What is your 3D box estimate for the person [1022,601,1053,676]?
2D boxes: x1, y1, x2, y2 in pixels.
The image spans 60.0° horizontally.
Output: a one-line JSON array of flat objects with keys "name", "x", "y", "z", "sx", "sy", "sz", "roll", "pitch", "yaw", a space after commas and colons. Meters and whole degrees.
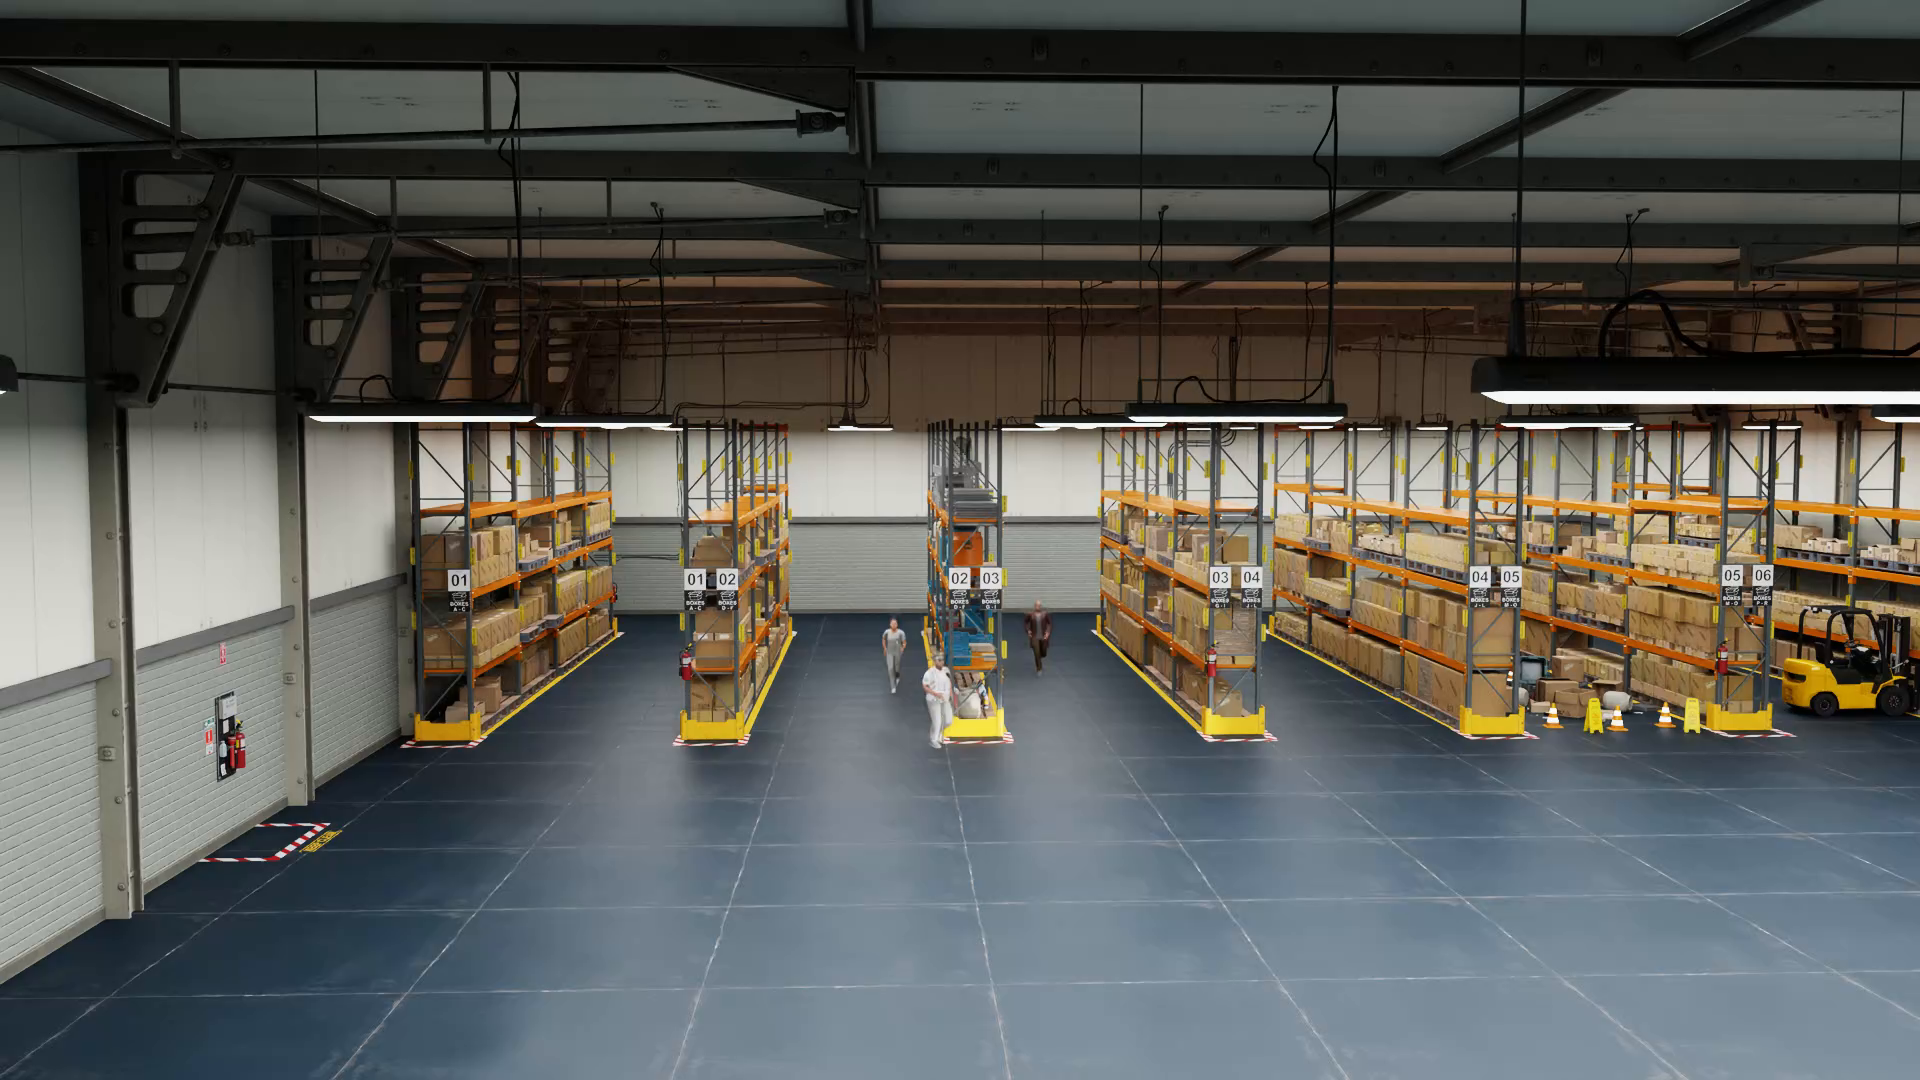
[{"name": "person", "x": 1.867, "y": 2.341, "z": 39.660, "sx": 0.706, "sy": 1.758, "sz": 0.860, "roll": -1, "pitch": 4, "yaw": -9}]

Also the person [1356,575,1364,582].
[{"name": "person", "x": 11.086, "y": 1.883, "z": 46.031, "sx": 0.694, "sy": 1.820, "sz": 0.953, "roll": -1, "pitch": 4, "yaw": -8}]

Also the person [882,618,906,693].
[{"name": "person", "x": -1.465, "y": 2.542, "z": 37.012, "sx": 0.547, "sy": 1.641, "sz": 0.817, "roll": 0, "pitch": 4, "yaw": 0}]

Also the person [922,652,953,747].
[{"name": "person", "x": -0.353, "y": 2.908, "z": 30.303, "sx": 0.708, "sy": 1.739, "sz": 0.590, "roll": -3, "pitch": 5, "yaw": -37}]
